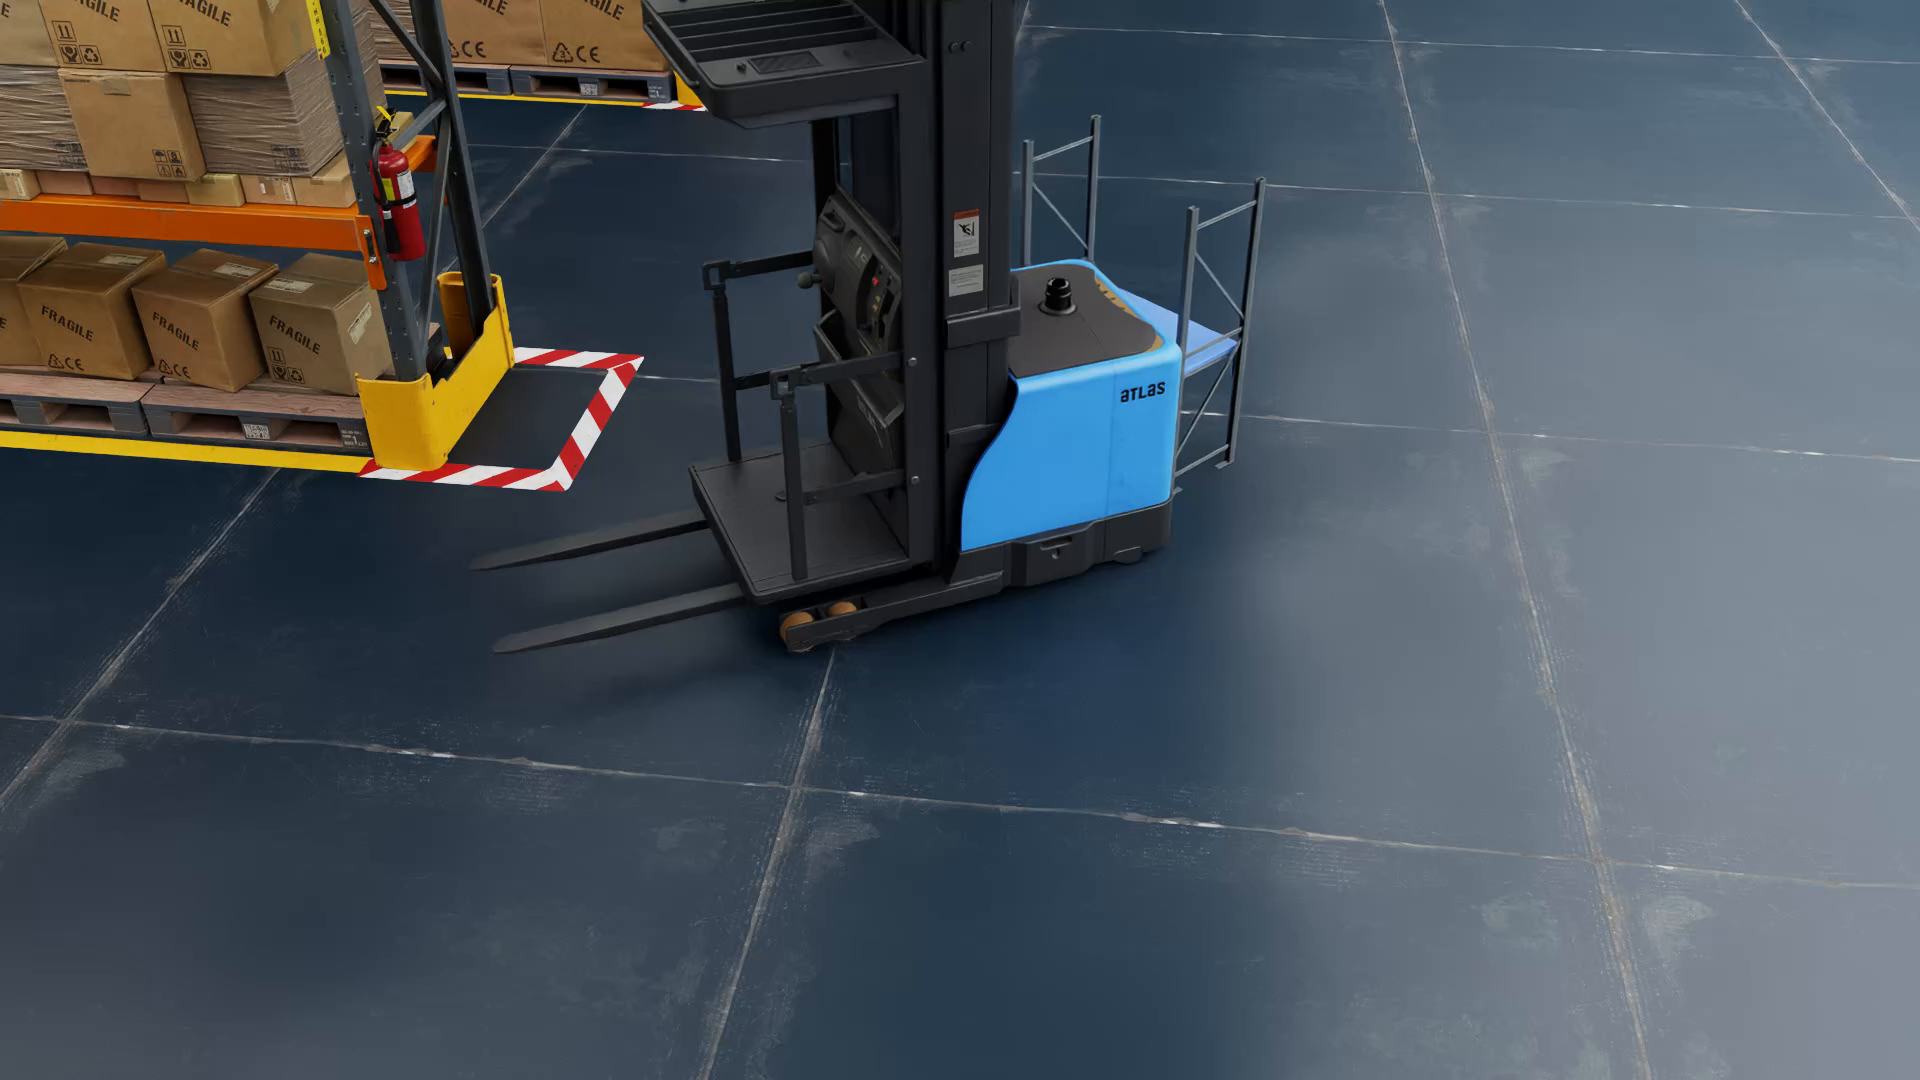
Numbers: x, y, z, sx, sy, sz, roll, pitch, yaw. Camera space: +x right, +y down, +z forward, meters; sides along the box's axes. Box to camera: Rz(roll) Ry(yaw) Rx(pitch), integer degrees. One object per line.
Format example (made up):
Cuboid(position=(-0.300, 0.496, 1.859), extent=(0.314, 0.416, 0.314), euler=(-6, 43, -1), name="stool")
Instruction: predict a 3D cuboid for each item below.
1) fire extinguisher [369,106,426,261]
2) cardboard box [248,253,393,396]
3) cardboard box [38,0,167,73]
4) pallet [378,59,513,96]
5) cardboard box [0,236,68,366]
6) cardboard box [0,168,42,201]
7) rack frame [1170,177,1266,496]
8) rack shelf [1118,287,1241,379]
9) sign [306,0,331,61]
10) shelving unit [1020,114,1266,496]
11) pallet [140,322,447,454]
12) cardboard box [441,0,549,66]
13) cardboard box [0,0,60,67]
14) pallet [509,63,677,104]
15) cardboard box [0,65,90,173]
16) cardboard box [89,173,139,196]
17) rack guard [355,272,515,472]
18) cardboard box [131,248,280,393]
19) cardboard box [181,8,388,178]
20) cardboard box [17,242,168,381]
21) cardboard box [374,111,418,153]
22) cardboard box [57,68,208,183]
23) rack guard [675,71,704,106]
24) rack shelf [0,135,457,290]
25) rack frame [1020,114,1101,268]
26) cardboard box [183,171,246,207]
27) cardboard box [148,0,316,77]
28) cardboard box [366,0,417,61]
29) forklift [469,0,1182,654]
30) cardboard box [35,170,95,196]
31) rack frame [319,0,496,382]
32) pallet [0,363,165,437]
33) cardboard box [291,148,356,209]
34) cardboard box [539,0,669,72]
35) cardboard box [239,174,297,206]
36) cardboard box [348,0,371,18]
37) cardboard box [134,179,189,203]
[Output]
Cuboid(position=(-2.545, -1.594, 7.468), extent=(0.183, 0.674, 0.296), euler=(4, 36, 6), name="fire extinguisher")
Cuboid(position=(-3.218, -1.109, 8.511), extent=(0.500, 0.500, 0.500), euler=(11, 37, 15), name="cardboard box")
Cuboid(position=(-3.674, -2.400, 7.328), extent=(0.500, 0.500, 0.500), euler=(4, 36, 6), name="cardboard box")
Cuboid(position=(-3.878, -3.720, 12.781), extent=(1.213, 0.211, 1.003), euler=(4, 36, 6), name="pallet")
Cuboid(position=(-4.981, -1.257, 8.720), extent=(0.500, 0.500, 0.500), euler=(1, 36, 2), name="cardboard box")
Cuboid(position=(-4.410, -1.750, 7.836), extent=(0.250, 0.149, 0.380), euler=(4, 36, 6), name="cardboard box")
Cuboid(position=(1.175, -0.913, 7.737), extent=(0.500, 1.500, 0.032), euler=(-28, 44, -33), name="rack frame")
Cuboid(position=(0.830, -0.984, 8.146), extent=(0.538, 0.185, 1.000), euler=(-28, 44, -33), name="rack shelf")
Cuboid(position=(-2.691, -2.181, 6.955), extent=(0.005, 0.325, 0.100), euler=(4, 36, 6), name="sign")
Cuboid(position=(0.831, -1.130, 8.042), extent=(0.538, 1.500, 1.048), euler=(-28, 44, -33), name="shelving unit")
Cuboid(position=(-3.477, -0.850, 8.760), extent=(1.213, 0.211, 1.003), euler=(4, 36, 6), name="pallet")
Cuboid(position=(-3.422, -4.132, 12.425), extent=(0.875, 0.875, 0.875), euler=(4, 36, 5), name="cardboard box")
Cuboid(position=(-4.170, -2.438, 7.382), extent=(0.500, 0.500, 0.500), euler=(4, 36, 6), name="cardboard box")
Cuboid(position=(-2.671, -3.629, 12.653), extent=(1.213, 0.211, 1.003), euler=(4, 36, 6), name="pallet")
Cuboid(position=(-4.144, -2.147, 7.834), extent=(0.500, 0.500, 0.875), euler=(4, 36, 6), name="cardboard box")
Cuboid(position=(-3.900, -1.777, 7.873), extent=(0.250, 0.149, 0.380), euler=(4, 36, 6), name="cardboard box")
Cuboid(position=(-2.676, -0.887, 8.563), extent=(0.348, 0.500, 1.175), euler=(4, 36, 6), name="rack guard")
Cuboid(position=(-3.815, -1.133, 8.546), extent=(0.500, 0.500, 0.500), euler=(14, 38, 18), name="cardboard box")
Cuboid(position=(-3.142, -2.118, 7.793), extent=(0.500, 0.500, 0.875), euler=(4, 36, 6), name="cardboard box")
Cuboid(position=(-4.433, -1.190, 8.626), extent=(0.500, 0.500, 0.500), euler=(7, 36, 10), name="cardboard box")
Cuboid(position=(-2.853, -1.955, 8.124), extent=(0.250, 0.149, 0.380), euler=(4, 36, 6), name="cardboard box")
Cuboid(position=(-3.654, -2.085, 7.748), extent=(0.500, 0.500, 0.875), euler=(4, 36, 6), name="cardboard box")
Cuboid(position=(-1.844, -3.730, 12.547), extent=(0.348, 0.500, 1.175), euler=(4, 36, 6), name="rack guard")
Cuboid(position=(-4.584, -1.754, 8.245), extent=(4.000, 0.370, 1.077), euler=(4, 36, 6), name="rack shelf")
Cuboid(position=(0.487, -1.348, 8.347), extent=(0.500, 1.500, 0.032), euler=(-28, 44, -33), name="rack frame")
Cuboid(position=(-3.412, -1.707, 7.776), extent=(0.250, 0.149, 0.380), euler=(4, 36, 6), name="cardboard box")
Cuboid(position=(-3.177, -2.366, 7.281), extent=(0.500, 0.500, 0.500), euler=(4, 36, 6), name="cardboard box")
Cuboid(position=(-4.326, -4.200, 12.521), extent=(0.875, 0.875, 0.875), euler=(5, 36, 6), name="cardboard box")
Cuboid(position=(-0.606, -1.066, 6.721), extent=(3.031, 2.935, 1.130), euler=(-13, 38, -18), name="forklift")
Cuboid(position=(-4.151, -1.782, 7.881), extent=(0.250, 0.149, 0.380), euler=(4, 36, 6), name="cardboard box")
Cuboid(position=(-2.600, -1.899, 7.829), extent=(0.127, 3.000, 1.000), euler=(4, 36, 6), name="rack frame")
Cuboid(position=(-4.684, -0.942, 8.888), extent=(1.213, 0.211, 1.003), euler=(4, 36, 6), name="pallet")
Cuboid(position=(-2.909, -1.699, 7.765), extent=(0.250, 0.149, 0.380), euler=(4, 36, 6), name="cardboard box")
Cuboid(position=(-2.549, -4.068, 12.335), extent=(0.875, 0.875, 0.875), euler=(4, 36, 6), name="cardboard box")
Cuboid(position=(-3.157, -1.718, 7.791), extent=(0.250, 0.149, 0.380), euler=(4, 36, 6), name="cardboard box")
Cuboid(position=(-3.111, -2.666, 7.700), extent=(0.500, 0.500, 0.500), euler=(4, 36, 6), name="cardboard box")
Cuboid(position=(-3.658, -1.734, 7.814), extent=(0.250, 0.149, 0.380), euler=(4, 36, 6), name="cardboard box")
